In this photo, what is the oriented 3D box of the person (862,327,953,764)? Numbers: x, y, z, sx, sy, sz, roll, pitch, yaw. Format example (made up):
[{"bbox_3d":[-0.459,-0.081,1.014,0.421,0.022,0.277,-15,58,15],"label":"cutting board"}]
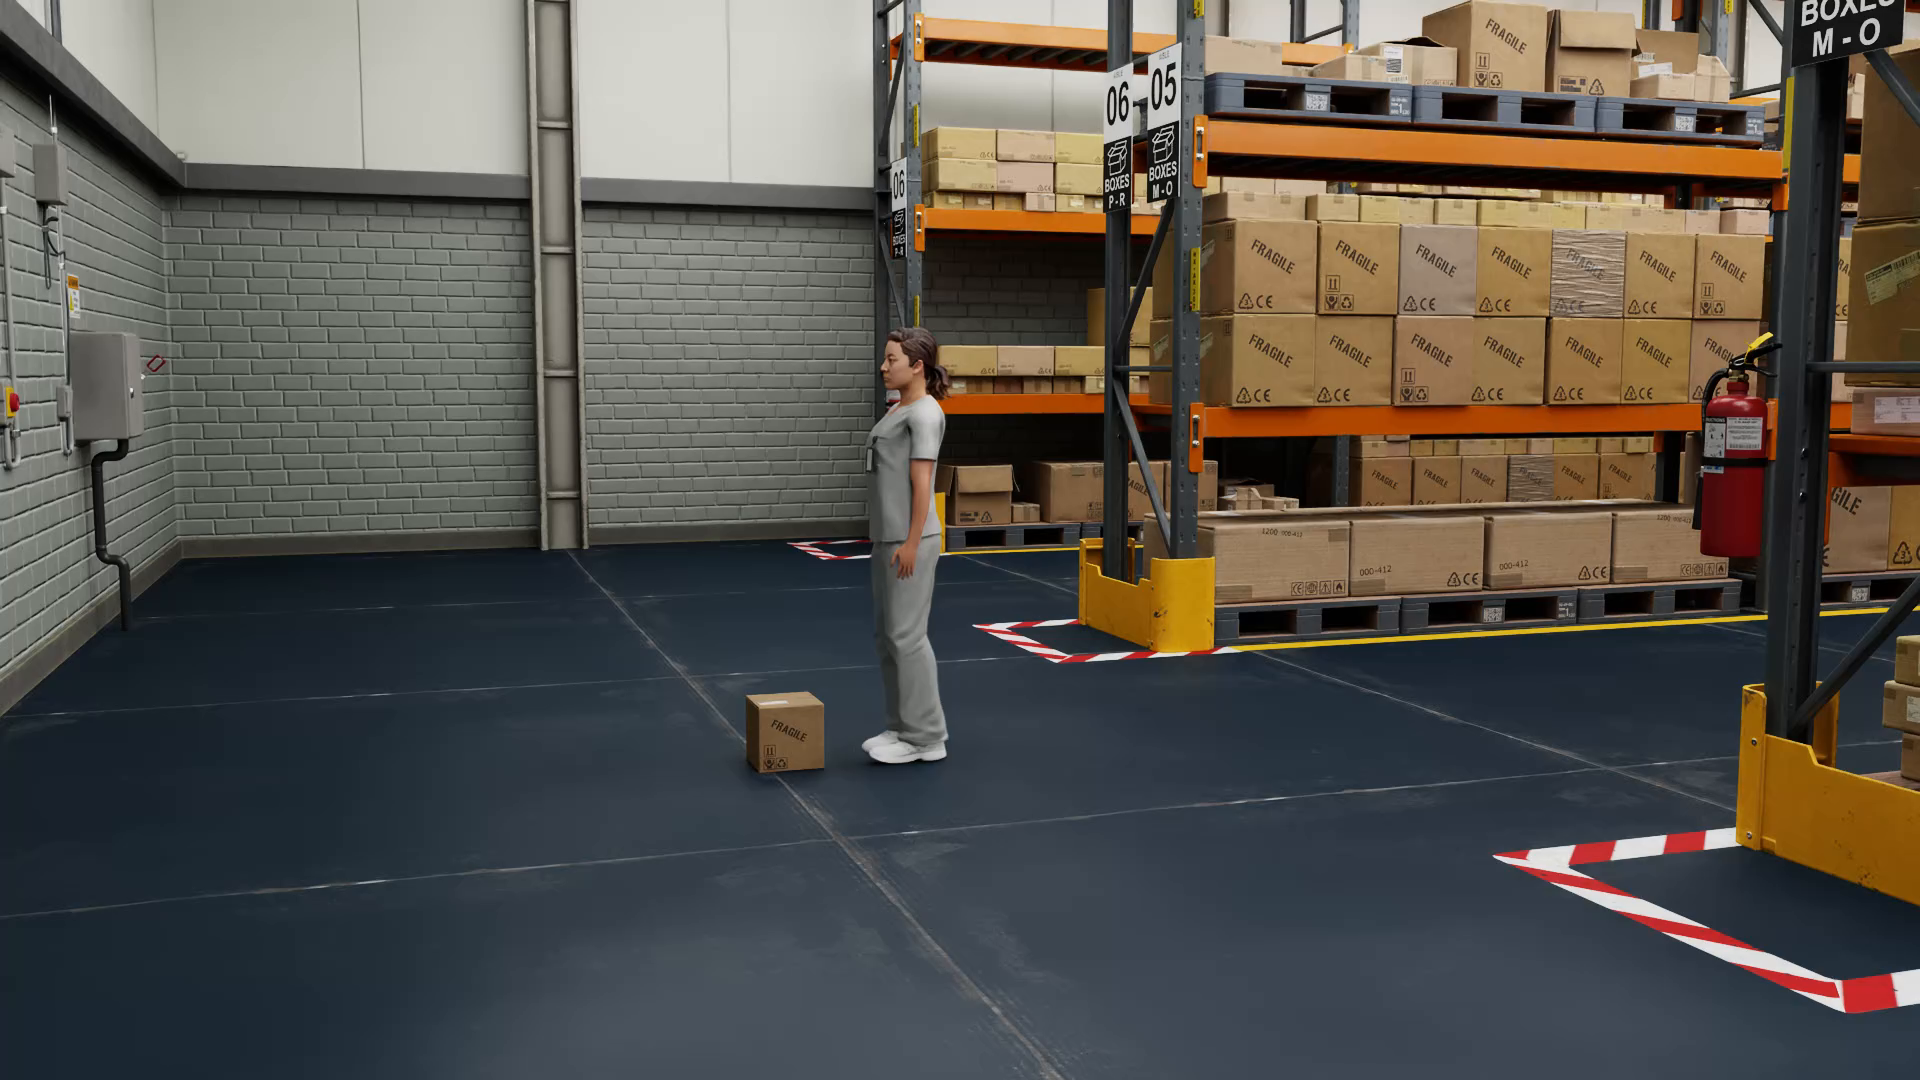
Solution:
[{"bbox_3d":[-0.200,0.018,6.425,0.364,1.674,0.437,-2,6,-17],"label":"person"}]
